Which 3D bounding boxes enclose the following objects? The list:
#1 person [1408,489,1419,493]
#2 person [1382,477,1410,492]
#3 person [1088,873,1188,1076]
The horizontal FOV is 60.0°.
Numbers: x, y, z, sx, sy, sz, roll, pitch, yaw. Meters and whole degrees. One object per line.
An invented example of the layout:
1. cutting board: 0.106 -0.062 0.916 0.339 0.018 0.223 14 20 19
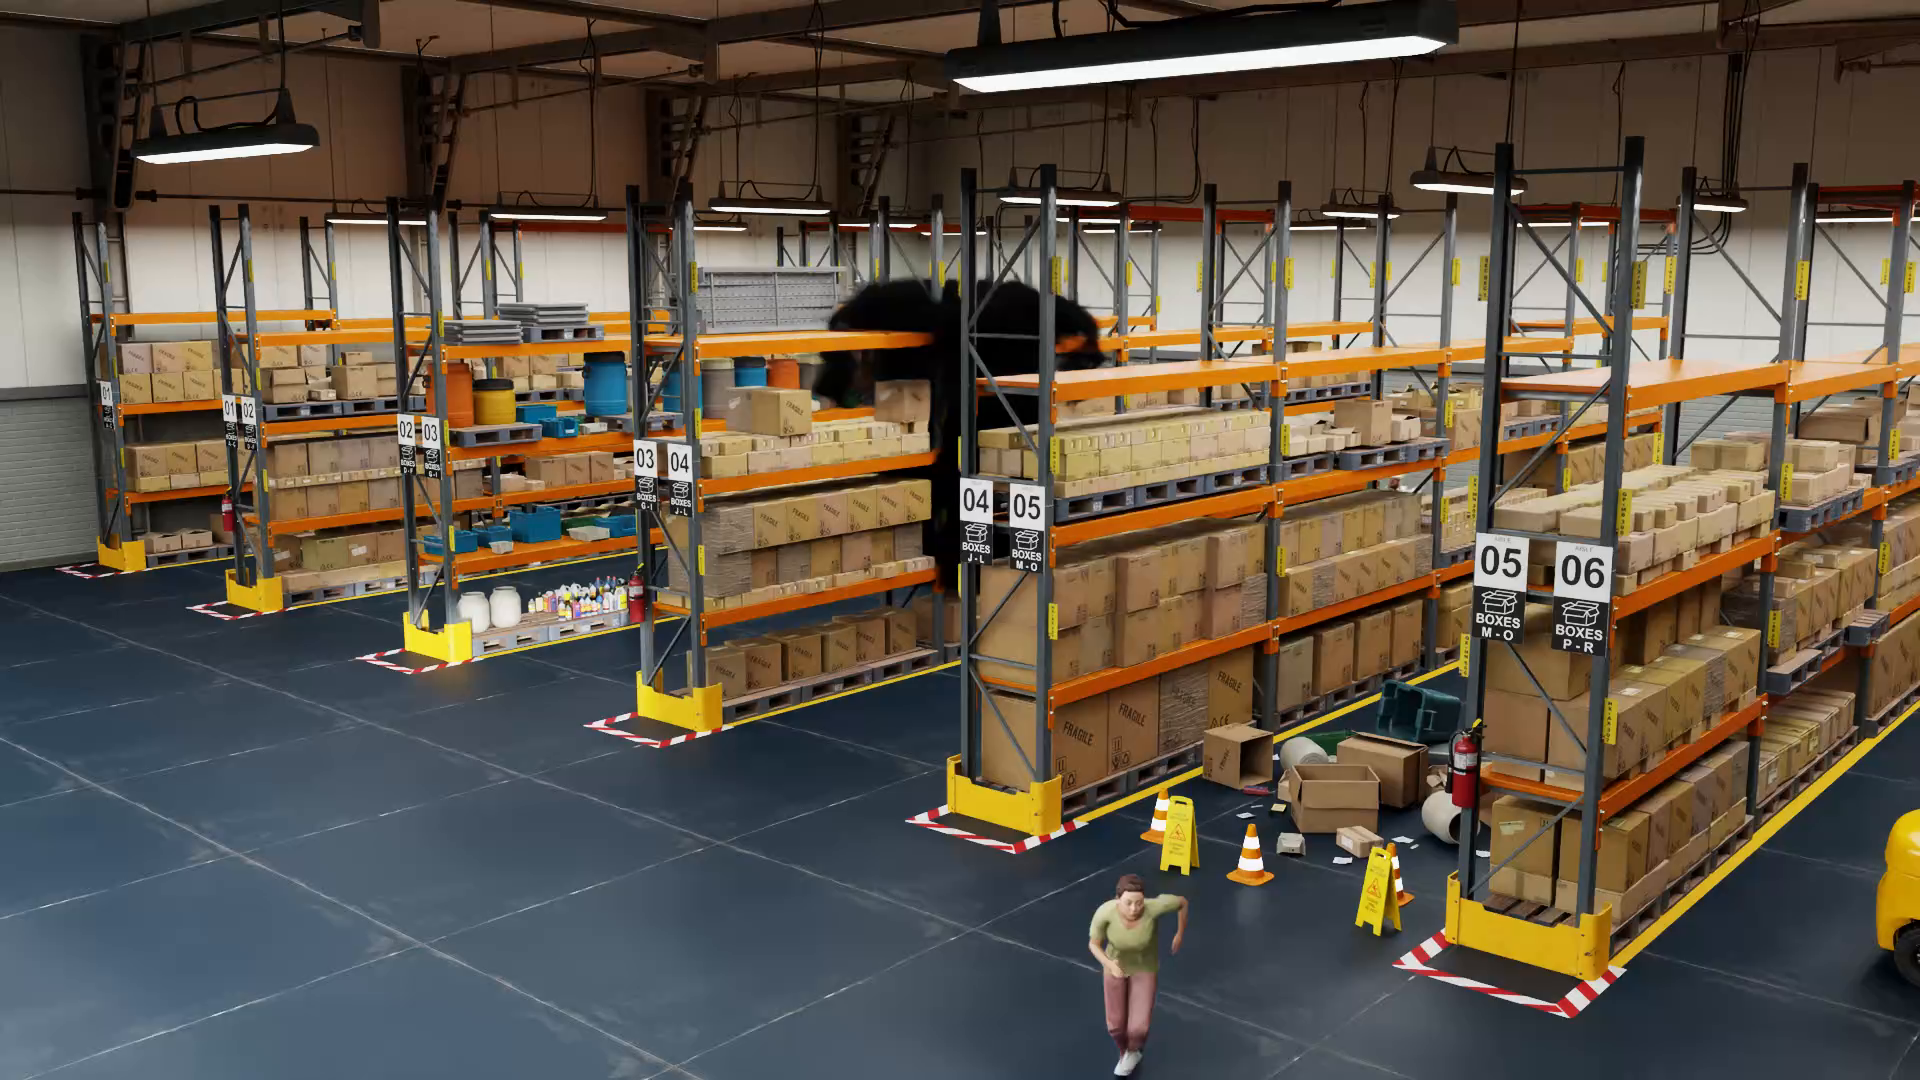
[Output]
1. person: 6.991 0.073 25.693 0.709 1.765 0.824 6 11 33
2. person: 7.419 -0.315 28.190 0.647 1.668 0.745 9 13 42
3. person: 1.106 2.738 10.367 0.608 1.488 0.834 1 10 7
